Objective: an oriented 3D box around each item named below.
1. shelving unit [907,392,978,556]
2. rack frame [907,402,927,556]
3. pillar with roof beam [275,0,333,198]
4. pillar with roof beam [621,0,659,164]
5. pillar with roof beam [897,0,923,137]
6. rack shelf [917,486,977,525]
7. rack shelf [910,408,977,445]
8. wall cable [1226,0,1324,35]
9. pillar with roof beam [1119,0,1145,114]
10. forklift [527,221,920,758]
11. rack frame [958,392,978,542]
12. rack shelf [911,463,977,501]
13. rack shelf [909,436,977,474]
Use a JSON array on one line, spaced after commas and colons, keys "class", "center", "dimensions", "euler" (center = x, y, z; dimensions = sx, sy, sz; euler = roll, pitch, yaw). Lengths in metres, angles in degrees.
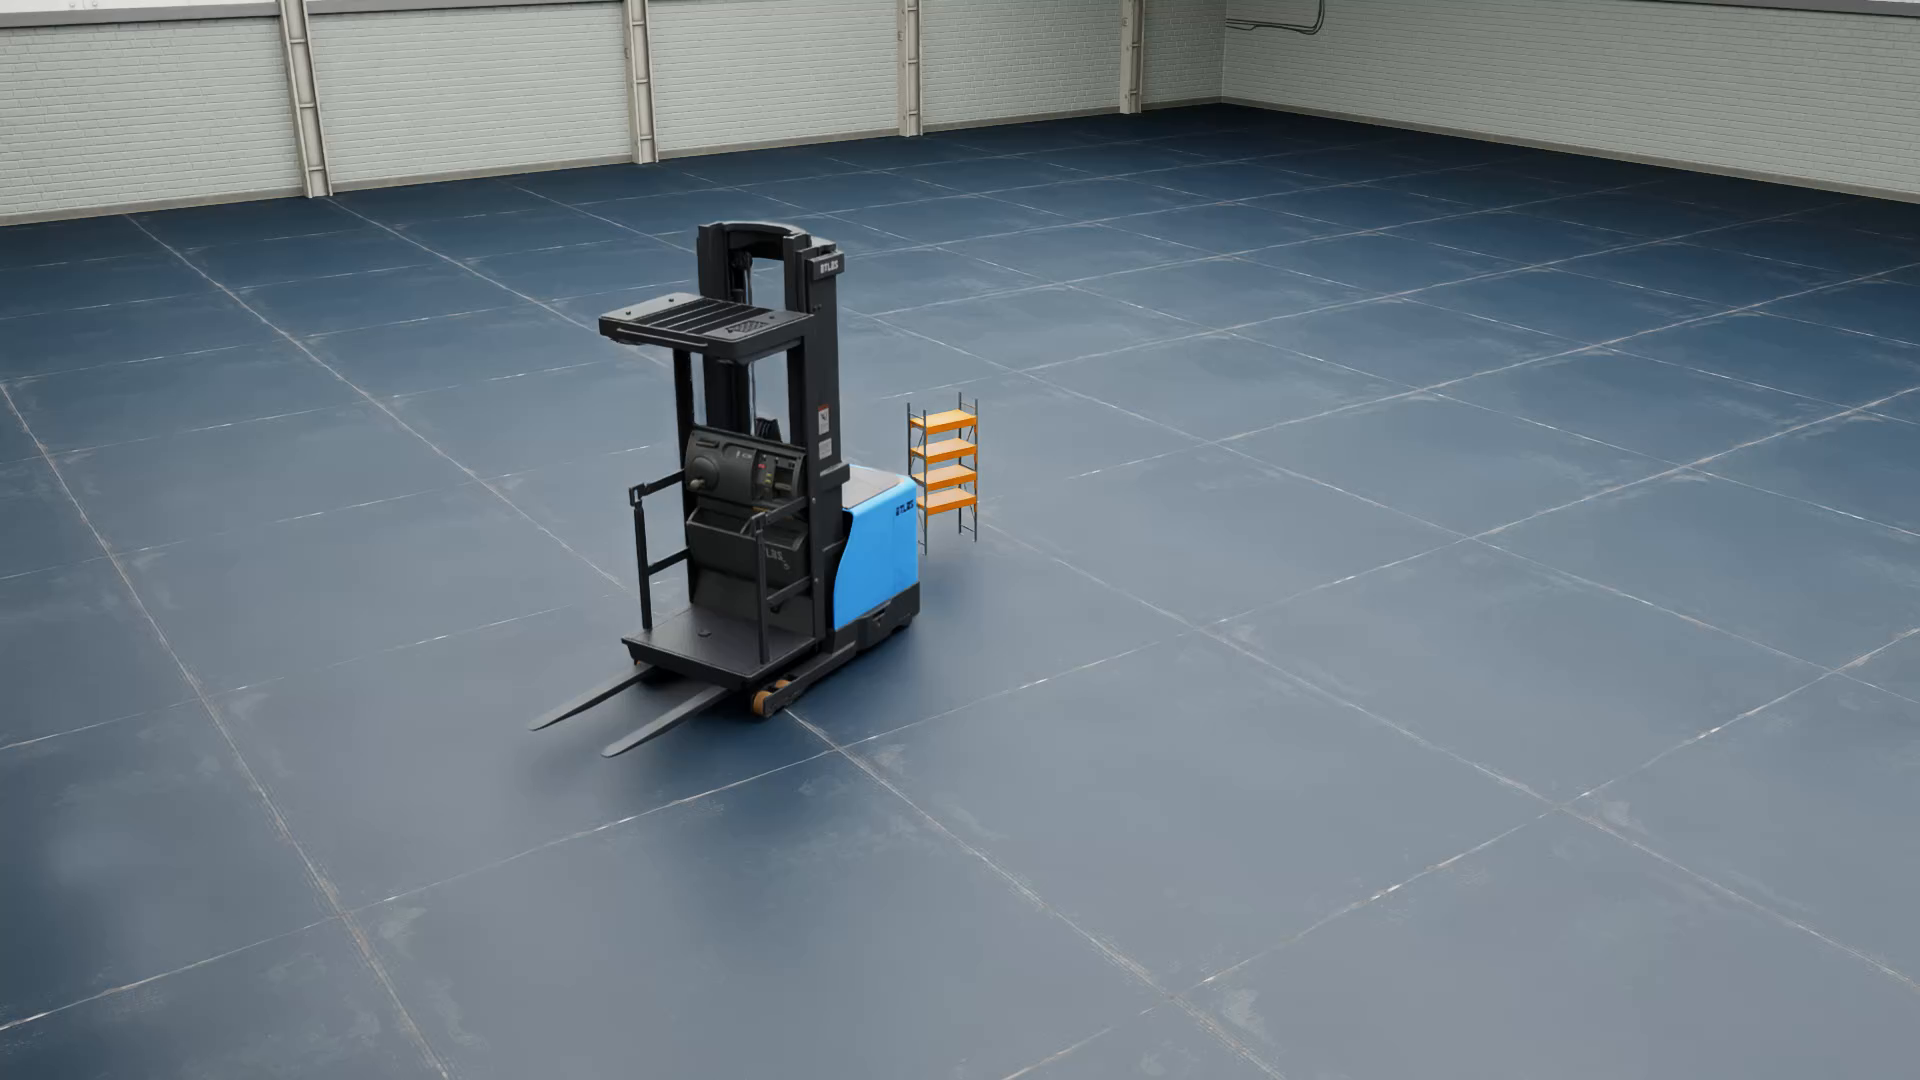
[{"class": "shelving unit", "center": [-0.134, -0.521, 13.084], "dimensions": [0.503, 1.200, 0.258], "euler": [-15, 26, -33]}, {"class": "rack frame", "center": [-0.332, -0.469, 12.952], "dimensions": [0.015, 1.200, 0.240], "euler": [-15, 26, -33]}, {"class": "pillar with roof beam", "center": [-8.246, -8.665, 22.970], "dimensions": [0.400, 9.000, 9.100], "euler": [-15, 26, -33]}, {"class": "pillar with roof beam", "center": [-3.376, -9.964, 26.224], "dimensions": [0.400, 9.000, 9.100], "euler": [-15, 26, -33]}, {"class": "pillar with roof beam", "center": [1.494, -11.263, 29.479], "dimensions": [0.400, 9.000, 9.100], "euler": [-15, 26, -33]}, {"class": "rack shelf", "center": [-0.134, -0.275, 13.183], "dimensions": [0.480, 0.148, 0.258], "euler": [-15, 26, -33]}, {"class": "rack shelf", "center": [-0.134, -0.886, 12.939], "dimensions": [0.480, 0.148, 0.258], "euler": [-15, 26, -33]}, {"class": "wall cable", "center": [7.014, -12.654, 37.156], "dimensions": [0.112, 2.526, 3.097], "euler": [-15, 26, -33]}, {"class": "pillar with roof beam", "center": [6.365, -12.561, 32.733], "dimensions": [0.400, 9.000, 9.100], "euler": [-15, 26, -33]}, {"class": "forklift", "center": [-1.505, -0.433, 10.527], "dimensions": [1.130, 2.935, 3.031], "euler": [13, 25, 30]}, {"class": "rack frame", "center": [0.064, -0.574, 13.217], "dimensions": [0.015, 1.200, 0.240], "euler": [-15, 26, -33]}, {"class": "rack shelf", "center": [-0.134, -0.459, 13.109], "dimensions": [0.480, 0.148, 0.258], "euler": [-15, 26, -33]}, {"class": "rack shelf", "center": [-0.134, -0.667, 13.026], "dimensions": [0.480, 0.148, 0.258], "euler": [-15, 26, -33]}]
